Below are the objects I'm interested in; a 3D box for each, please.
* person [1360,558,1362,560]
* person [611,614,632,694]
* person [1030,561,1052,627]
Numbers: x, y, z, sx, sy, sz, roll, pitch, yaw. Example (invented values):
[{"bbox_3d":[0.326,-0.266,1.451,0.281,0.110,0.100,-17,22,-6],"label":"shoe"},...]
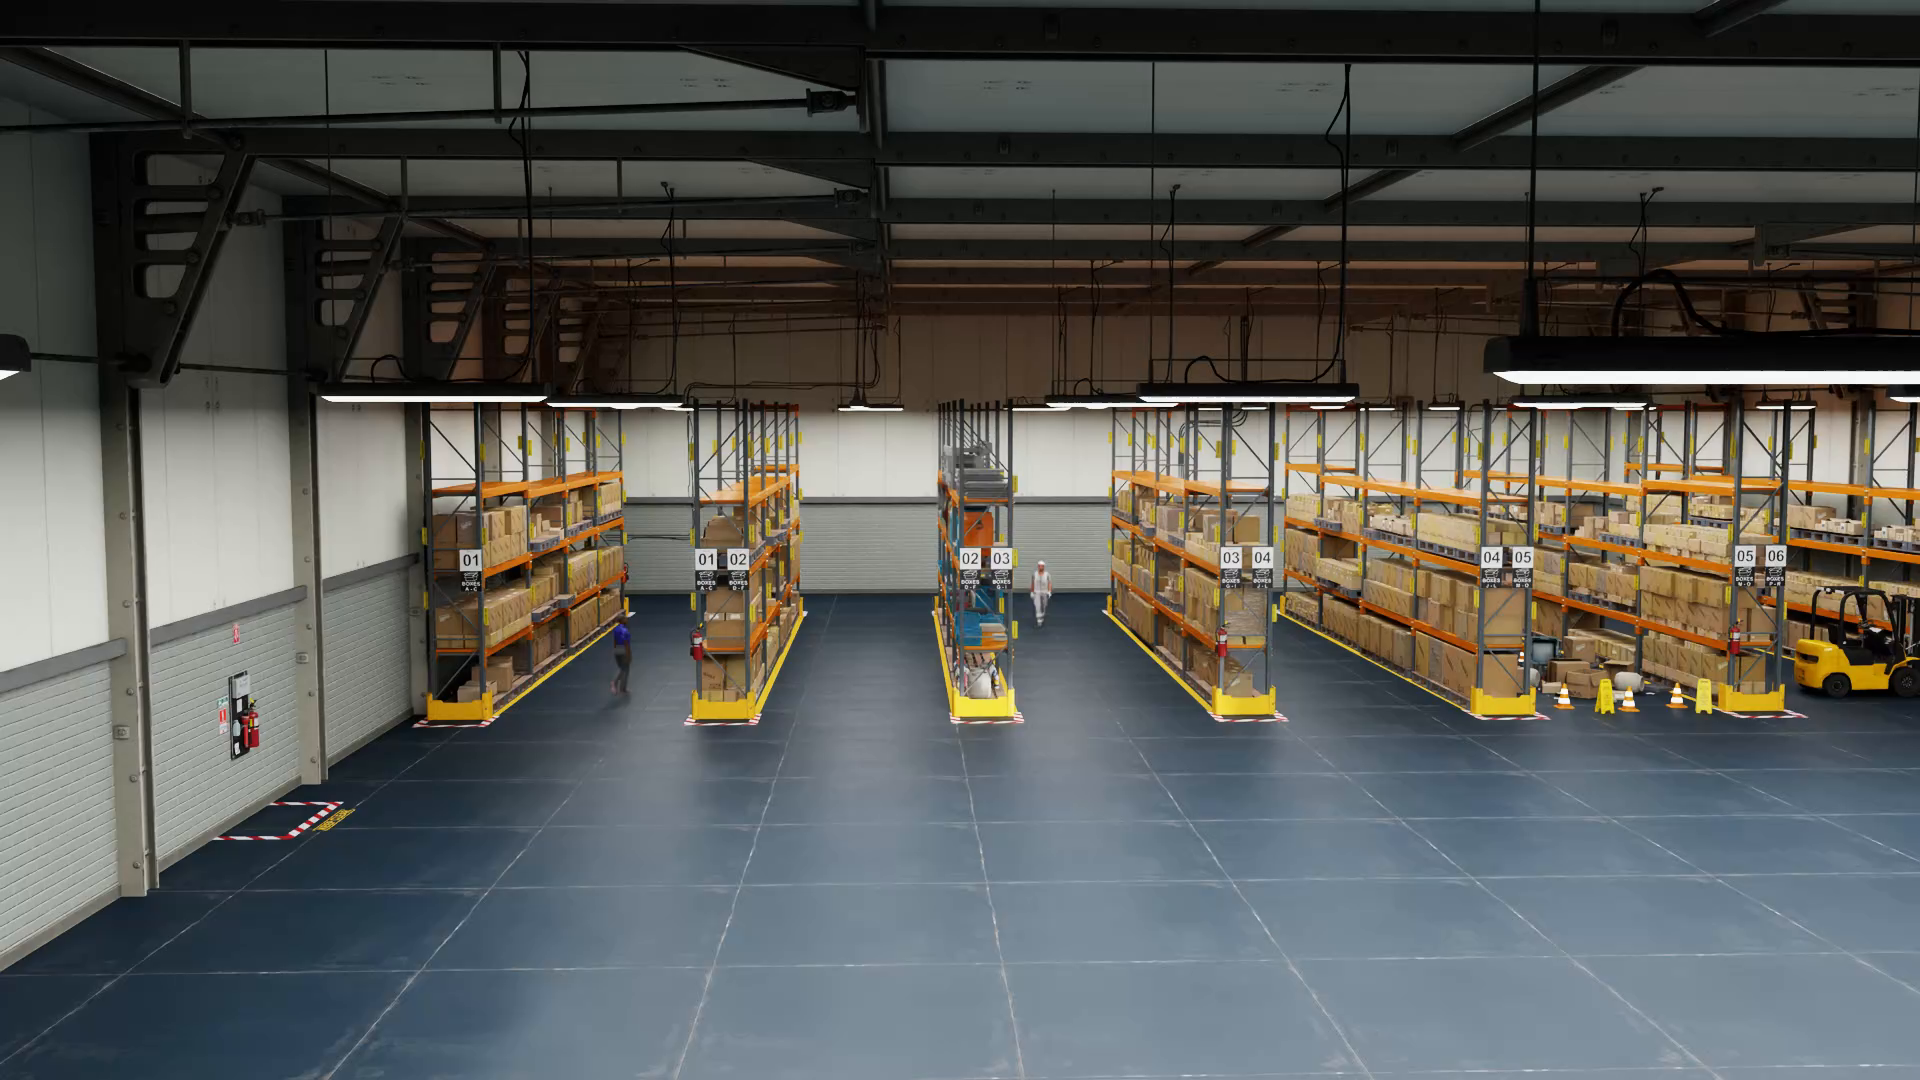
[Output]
[{"bbox_3d":[11.336,1.305,47.405,0.427,1.708,0.524,3,5,30],"label":"person"},{"bbox_3d":[-6.886,2.316,33.834,0.456,1.650,0.466,3,5,31],"label":"person"},{"bbox_3d":[2.191,1.438,44.695,0.563,1.736,1.026,0,4,-4],"label":"person"}]
